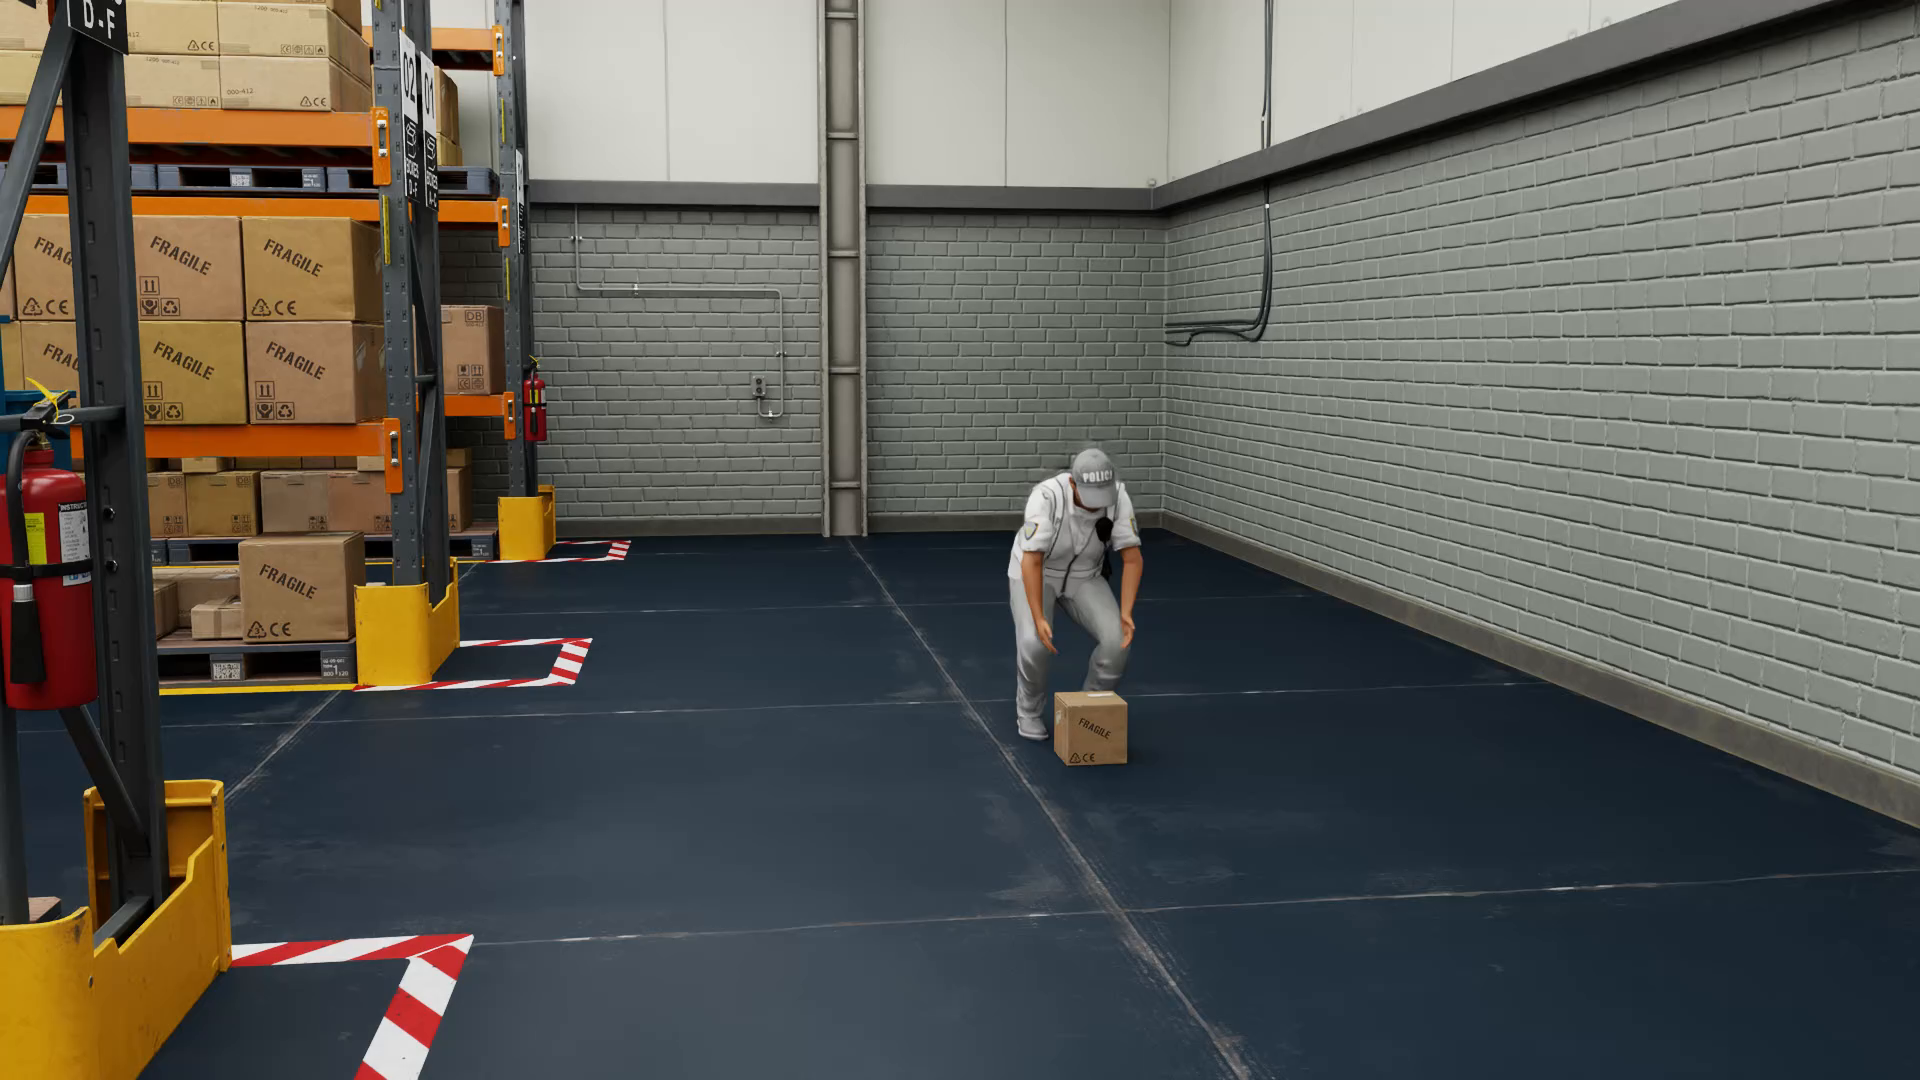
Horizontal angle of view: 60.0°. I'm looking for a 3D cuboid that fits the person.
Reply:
[{"bbox_3d":[0.496,0.226,7.156,0.538,1.265,0.785,-1,7,-9],"label":"person"}]
